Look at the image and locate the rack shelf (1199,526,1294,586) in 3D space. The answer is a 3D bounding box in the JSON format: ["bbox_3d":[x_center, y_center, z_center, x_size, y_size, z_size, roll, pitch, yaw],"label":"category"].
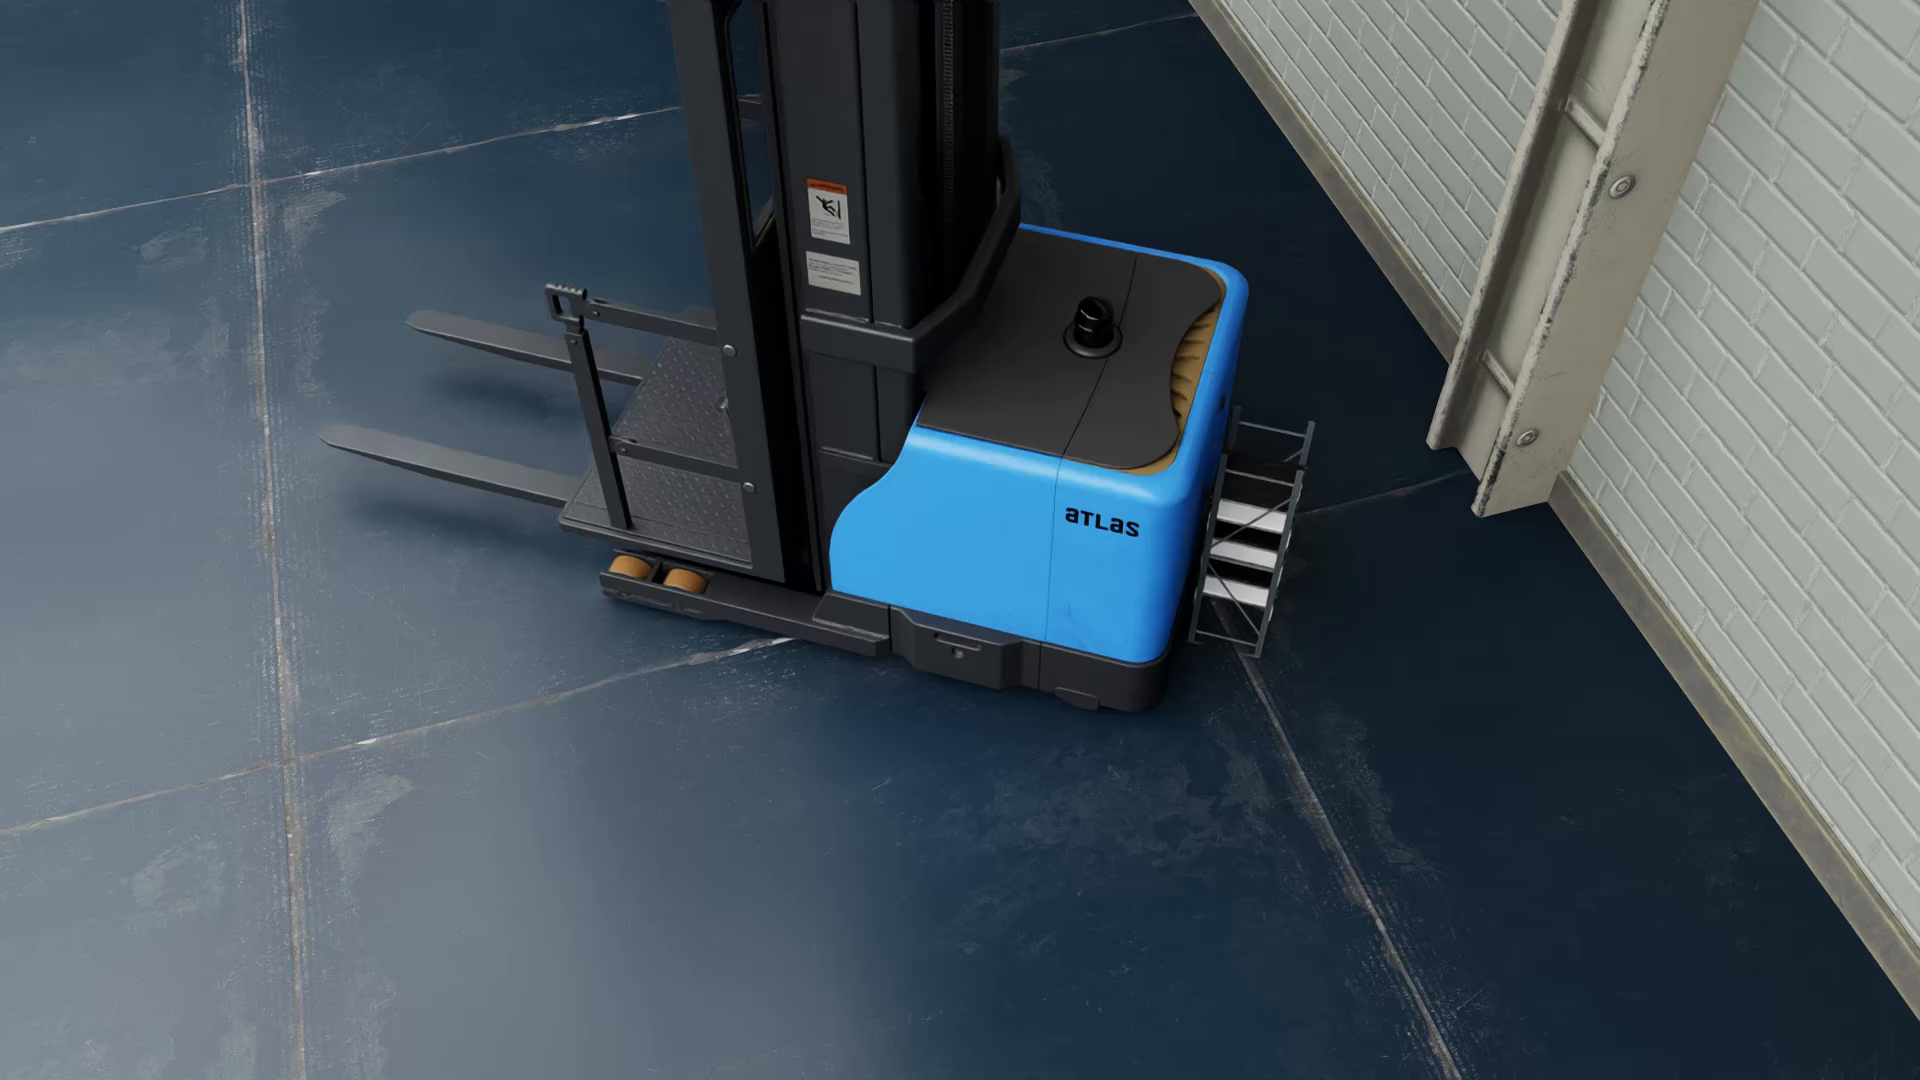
[{"bbox_3d":[0.894,0.016,5.191,0.258,0.077,0.200,13,51,11],"label":"rack shelf"}]

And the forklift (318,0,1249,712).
[{"bbox_3d":[-0.683,-1.064,4.730,3.031,2.935,1.130,13,51,11],"label":"forklift"}]

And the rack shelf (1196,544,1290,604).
[{"bbox_3d":[0.894,0.074,5.260,0.258,0.077,0.200,13,51,11],"label":"rack shelf"}]

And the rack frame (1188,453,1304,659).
[{"bbox_3d":[0.865,0.069,5.103,0.240,0.900,0.006,13,51,11],"label":"rack frame"}]

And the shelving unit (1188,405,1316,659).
[{"bbox_3d":[0.894,-0.005,5.166,0.258,0.900,0.210,13,51,11],"label":"shelving unit"}]

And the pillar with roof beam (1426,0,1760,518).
[{"bbox_3d":[-2.212,-2.184,1.705,9.100,9.000,0.400,-13,51,-11],"label":"pillar with roof beam"}]

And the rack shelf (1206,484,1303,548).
[{"bbox_3d":[0.895,-0.100,5.054,0.258,0.077,0.200,13,51,11],"label":"rack shelf"}]

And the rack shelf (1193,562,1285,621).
[{"bbox_3d":[0.894,0.132,5.329,0.258,0.077,0.200,13,51,11],"label":"rack shelf"}]

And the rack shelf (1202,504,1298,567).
[{"bbox_3d":[0.894,-0.042,5.122,0.258,0.077,0.200,13,51,11],"label":"rack shelf"}]

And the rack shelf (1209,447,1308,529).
[{"bbox_3d":[0.895,-0.158,4.985,0.258,0.077,0.200,13,51,11],"label":"rack shelf"}]

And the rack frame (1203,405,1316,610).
[{"bbox_3d":[0.924,-0.080,5.228,0.240,0.900,0.006,13,51,11],"label":"rack frame"}]
